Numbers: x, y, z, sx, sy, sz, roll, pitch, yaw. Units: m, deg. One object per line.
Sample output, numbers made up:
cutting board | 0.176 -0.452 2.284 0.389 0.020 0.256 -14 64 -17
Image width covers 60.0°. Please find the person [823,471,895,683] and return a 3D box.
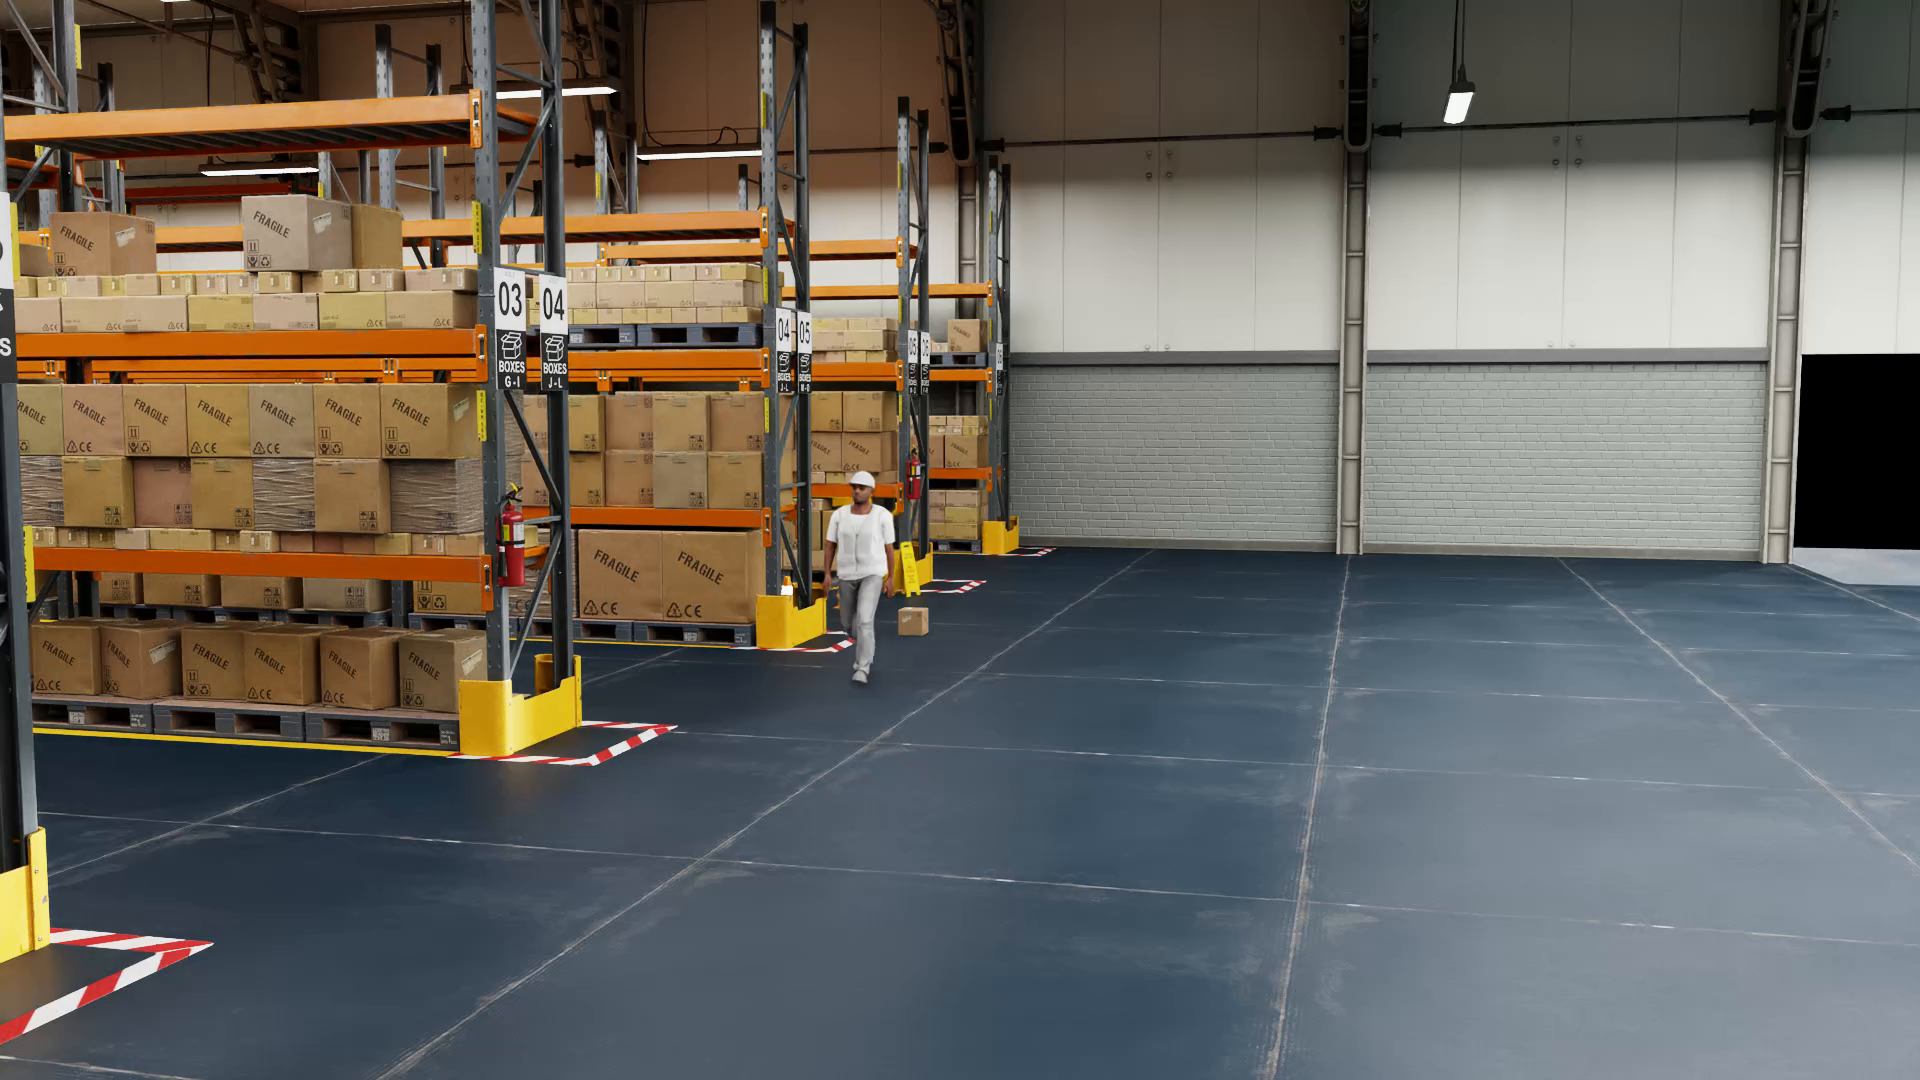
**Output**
person | -0.840 0.297 13.857 0.581 1.741 0.928 1 5 13
